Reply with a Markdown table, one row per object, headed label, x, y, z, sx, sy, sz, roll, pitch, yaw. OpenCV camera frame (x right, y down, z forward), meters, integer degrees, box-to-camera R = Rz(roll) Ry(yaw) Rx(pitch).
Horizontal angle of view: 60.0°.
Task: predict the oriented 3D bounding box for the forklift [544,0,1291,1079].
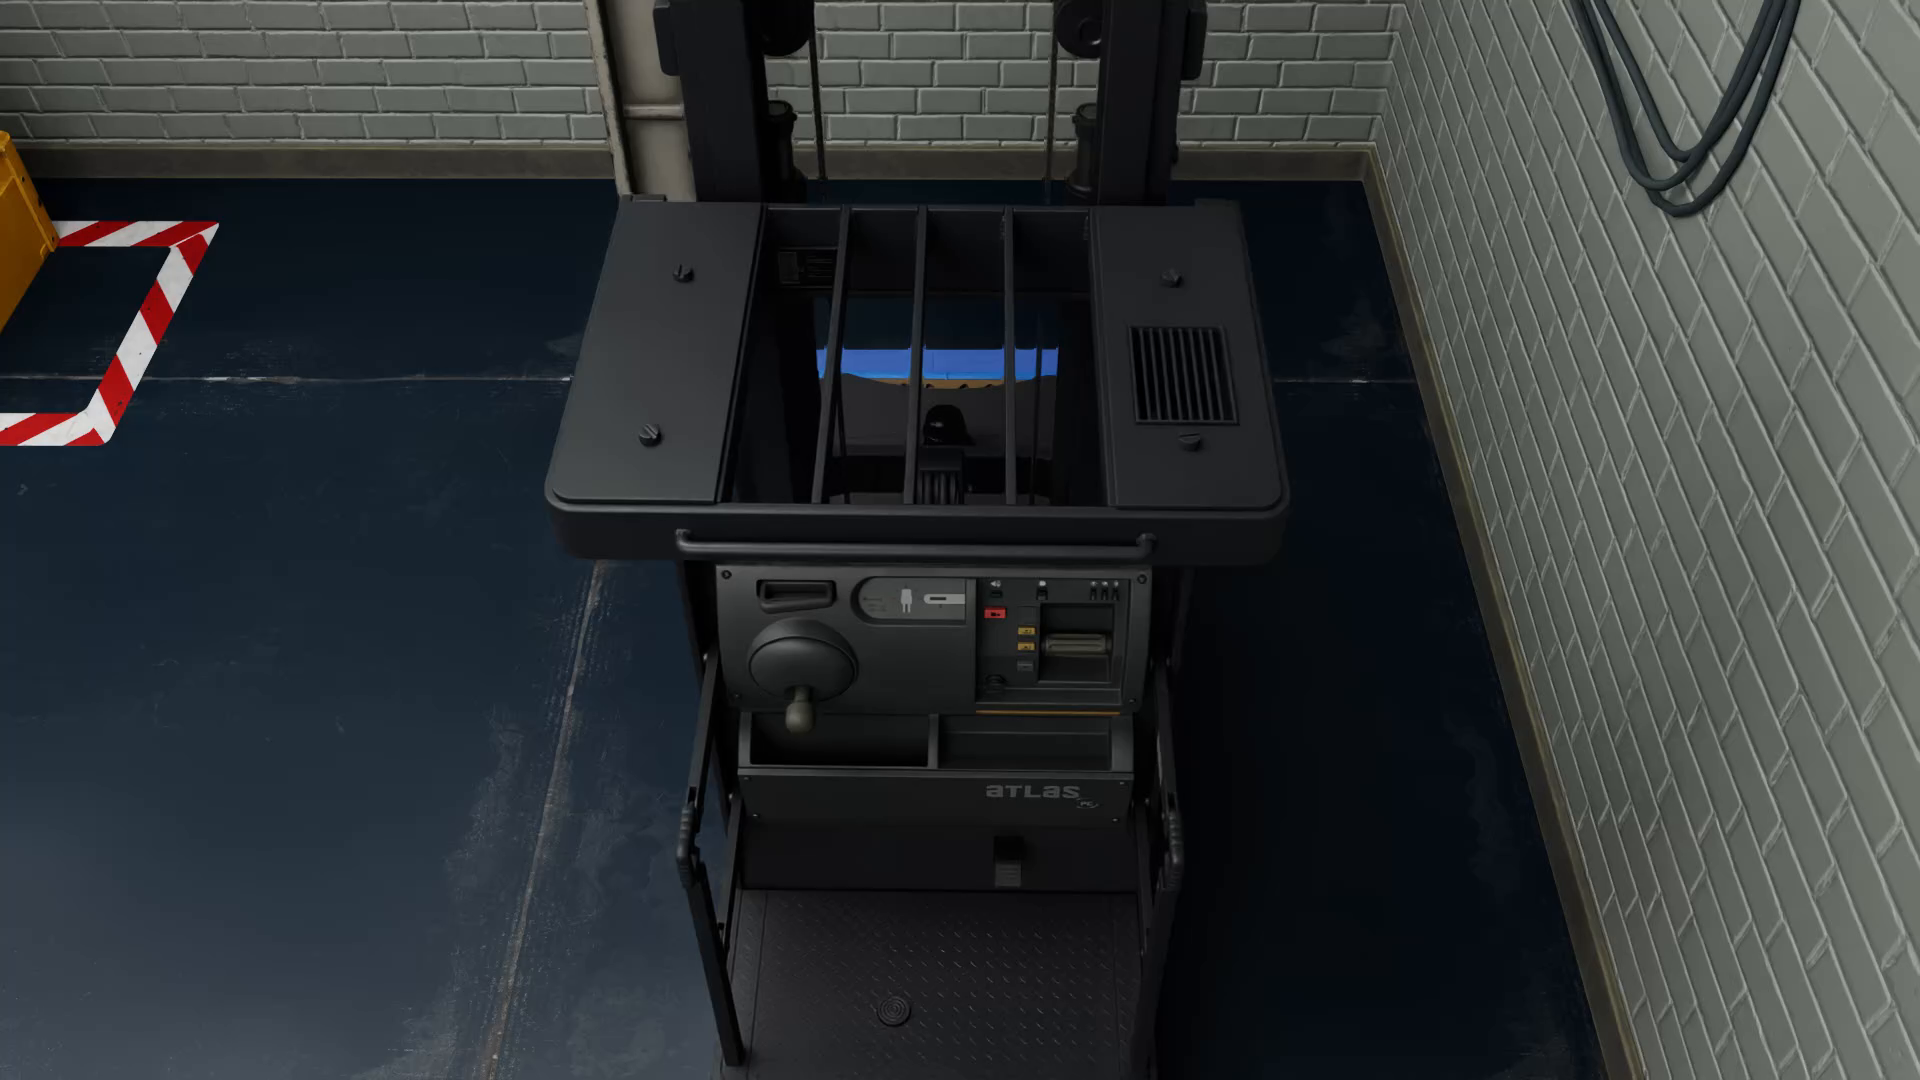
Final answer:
| label | x | y | z | sx | sy | sz | roll | pitch | yaw |
| --- | --- | --- | --- | --- | --- | --- | --- | --- | --- |
| forklift | -0.057 | 0.323 | 3.447 | 1.130 | 2.935 | 3.031 | 1 | 47 | 1 |

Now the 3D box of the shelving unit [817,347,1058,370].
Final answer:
| label | x | y | z | sx | sy | sz | roll | pitch | yaw |
| --- | --- | --- | --- | --- | --- | --- | --- | --- | --- |
| shelving unit | -0.085 | -0.516 | 5.205 | 1.048 | 1.500 | 0.538 | 0 | 47 | 0 |

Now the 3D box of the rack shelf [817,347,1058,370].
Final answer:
| label | x | y | z | sx | sy | sz | roll | pitch | yaw |
| --- | --- | --- | --- | --- | --- | --- | --- | --- | --- |
| rack shelf | -0.085 | -0.393 | 5.337 | 1.000 | 0.185 | 0.538 | 0 | 47 | 0 |

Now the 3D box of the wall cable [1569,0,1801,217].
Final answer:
| label | x | y | z | sx | sy | sz | roll | pitch | yaw |
| --- | --- | --- | --- | --- | --- | --- | --- | --- | --- |
| wall cable | 1.720 | -2.582 | 4.127 | 0.112 | 2.526 | 3.097 | 0 | 47 | 0 |

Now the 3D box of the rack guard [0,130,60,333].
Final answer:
| label | x | y | z | sx | sy | sz | roll | pitch | yaw |
| --- | --- | --- | --- | --- | --- | --- | --- | --- | --- |
| rack guard | -3.911 | -1.022 | 6.359 | 0.348 | 0.500 | 1.175 | 0 | 47 | 0 |

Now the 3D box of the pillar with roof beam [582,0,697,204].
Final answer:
| label | x | y | z | sx | sy | sz | roll | pitch | yaw |
| --- | --- | --- | --- | --- | --- | --- | --- | --- | --- |
| pillar with roof beam | -1.247 | -1.392 | 0.898 | 0.400 | 9.000 | 9.100 | 0 | 47 | 0 |
